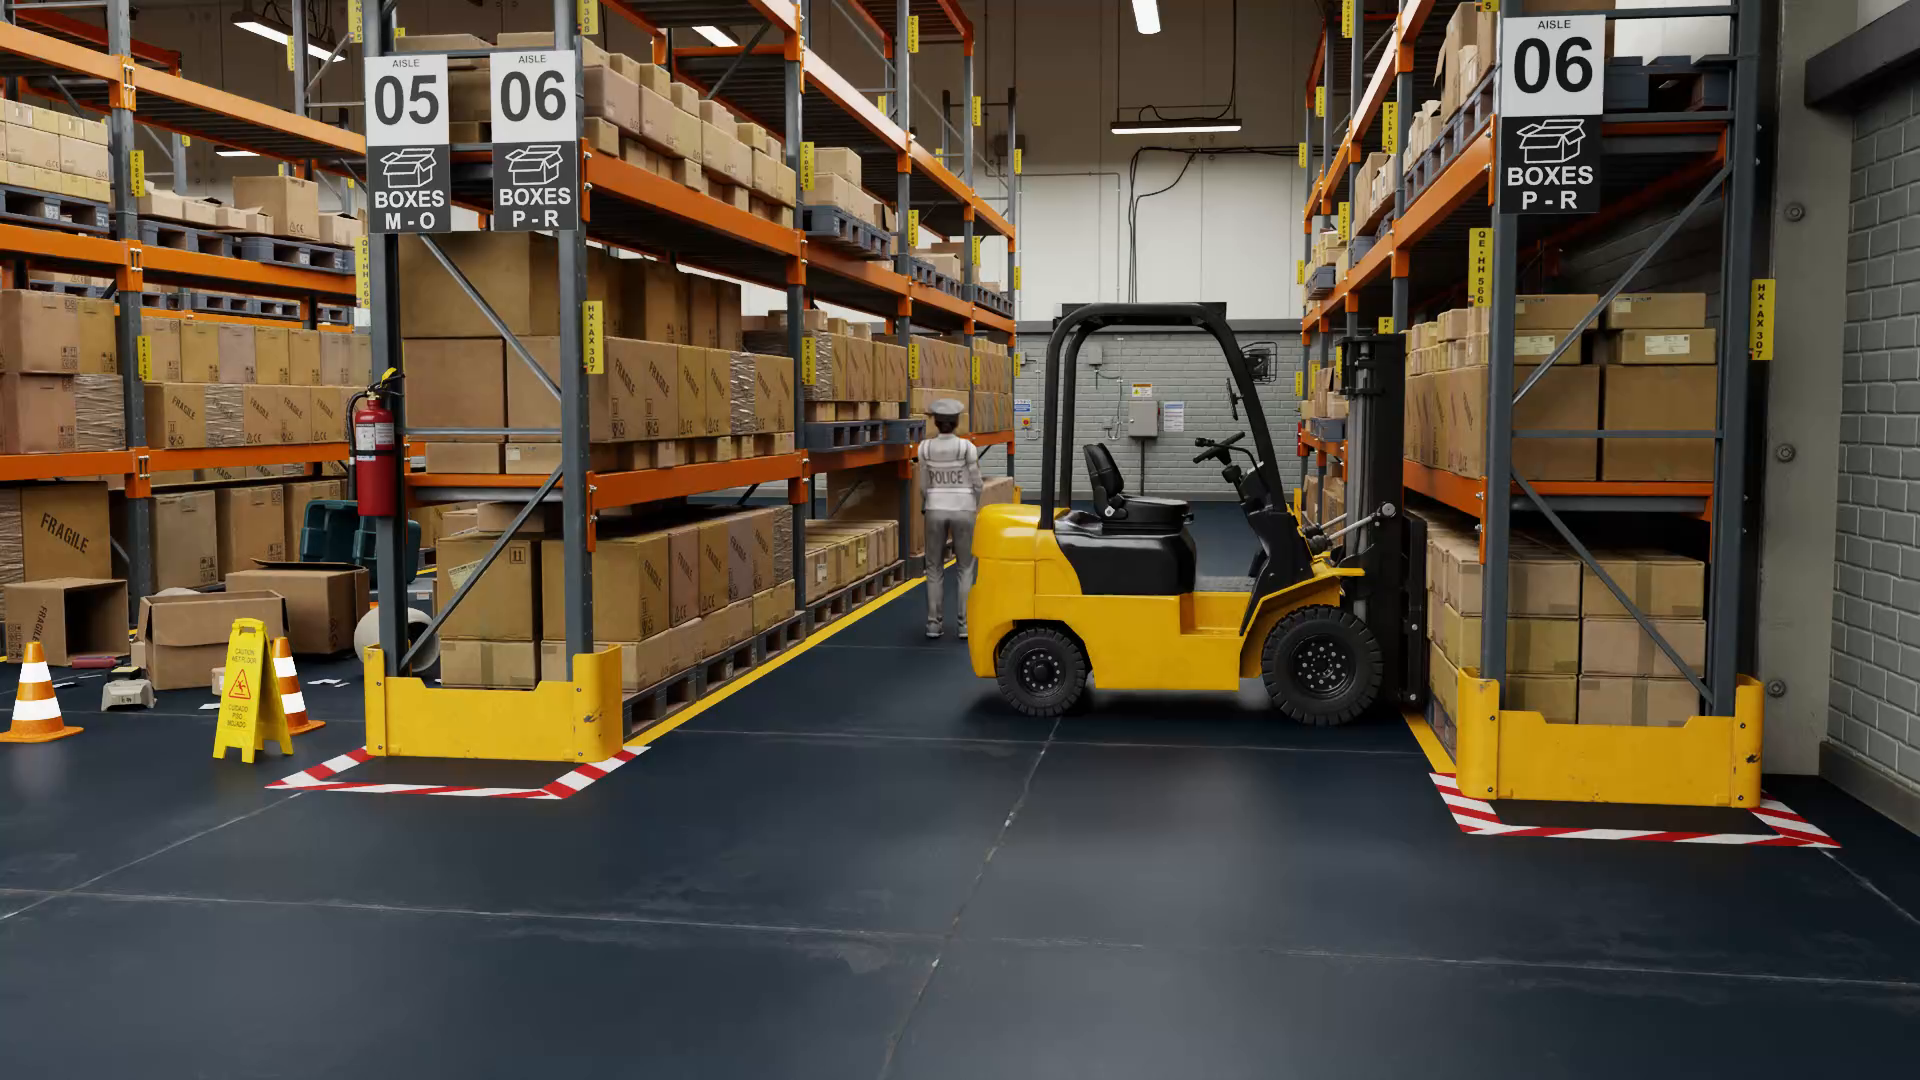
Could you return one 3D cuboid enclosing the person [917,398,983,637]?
[{"bbox_3d":[-0.060,-0.159,11.748,0.458,1.689,0.543,1,5,8],"label":"person"}]
